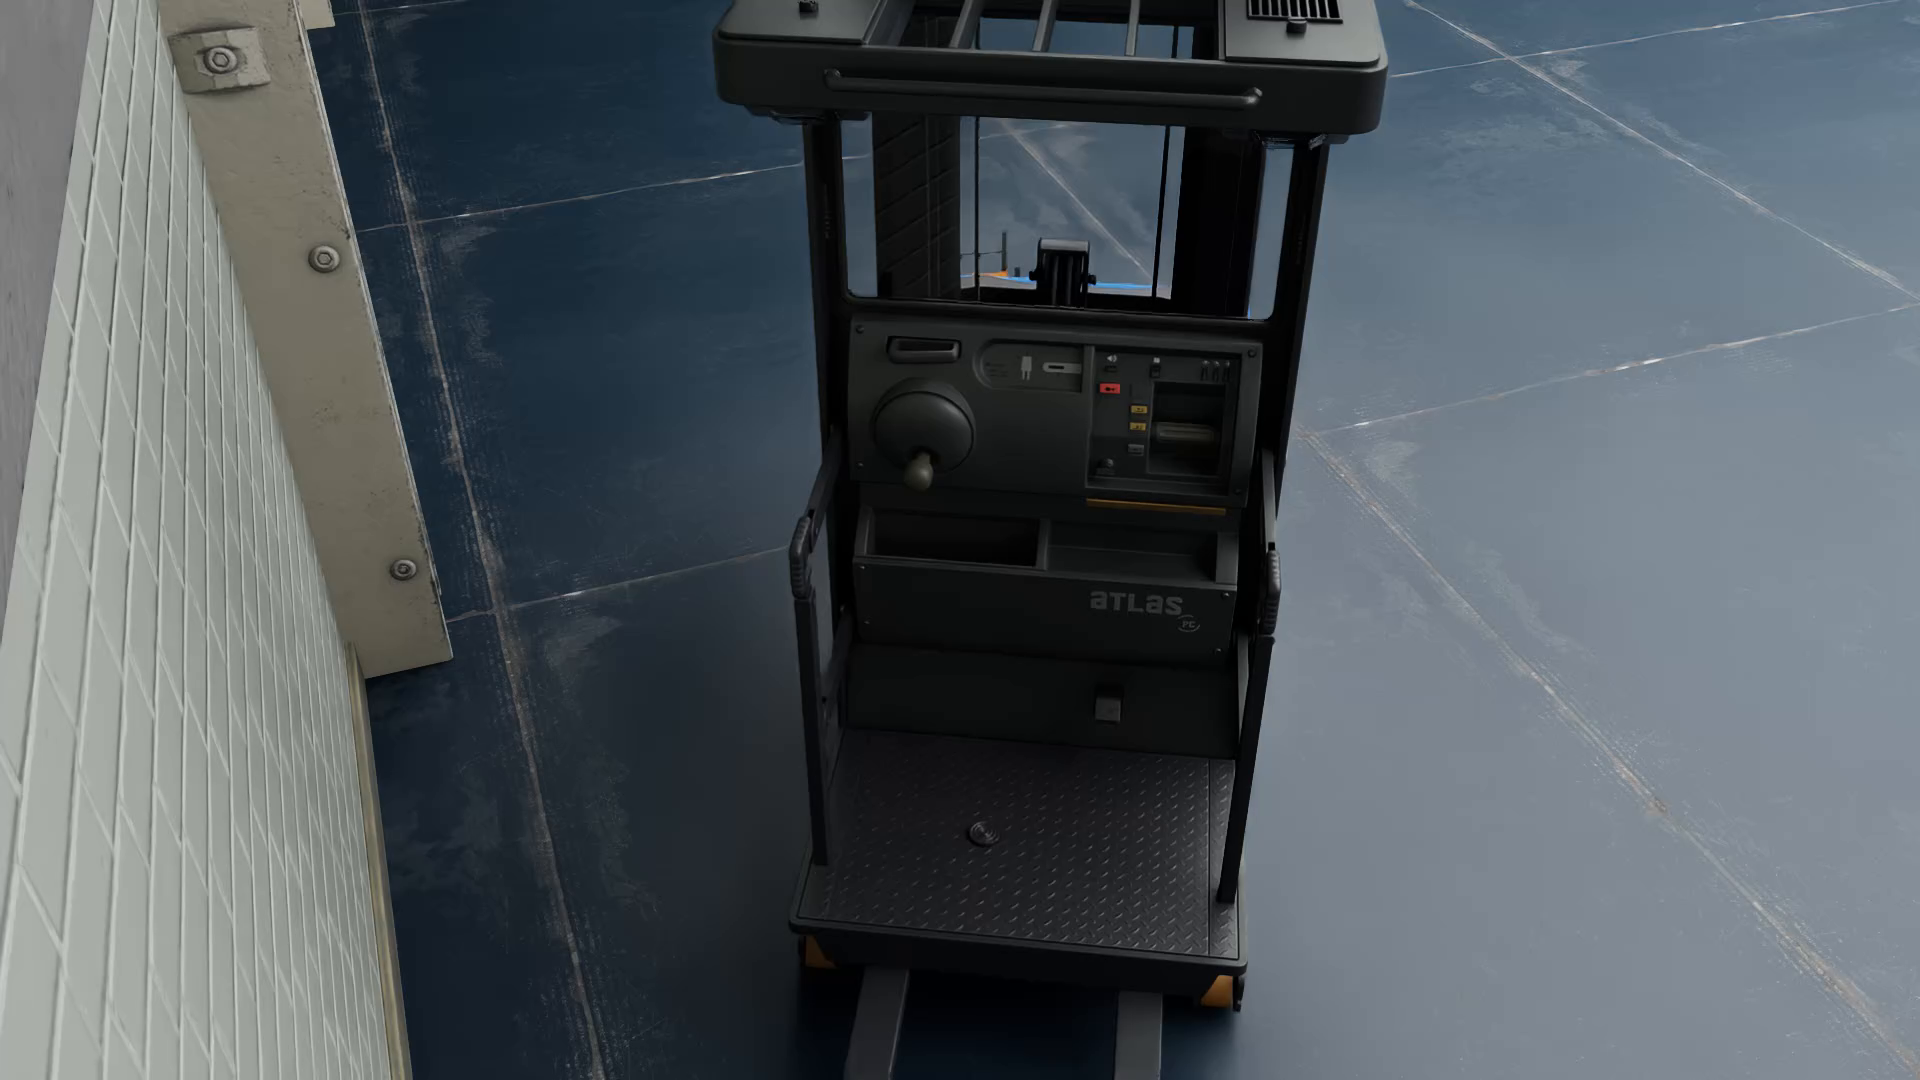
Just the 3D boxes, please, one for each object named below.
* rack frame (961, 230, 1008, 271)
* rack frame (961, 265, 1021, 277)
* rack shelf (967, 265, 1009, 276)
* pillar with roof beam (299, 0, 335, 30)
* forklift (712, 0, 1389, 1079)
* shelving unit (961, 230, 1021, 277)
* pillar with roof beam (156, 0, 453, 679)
[{"bbox_3d":[0.055,-0.564,5.626,0.200,1.050,0.008,-5,37,-6],"label":"rack frame"},{"bbox_3d":[0.089,-0.418,5.433,0.200,1.050,0.008,-5,37,-6],"label":"rack frame"},{"bbox_3d":[0.072,-0.709,5.365,0.215,0.259,0.240,-5,37,-6],"label":"rack shelf"},{"bbox_3d":[0.164,-7.580,8.333,9.100,9.000,0.400,-12,39,-16],"label":"pillar with roof beam"},{"bbox_3d":[0.184,-0.220,3.607,1.130,2.935,3.031,4,37,6],"label":"forklift"},{"bbox_3d":[0.072,-0.491,5.529,0.215,1.050,0.252,-5,37,-6],"label":"shelving unit"},{"bbox_3d":[2.229,-4.190,3.833,9.100,9.000,0.400,-12,39,-16],"label":"pillar with roof beam"}]
